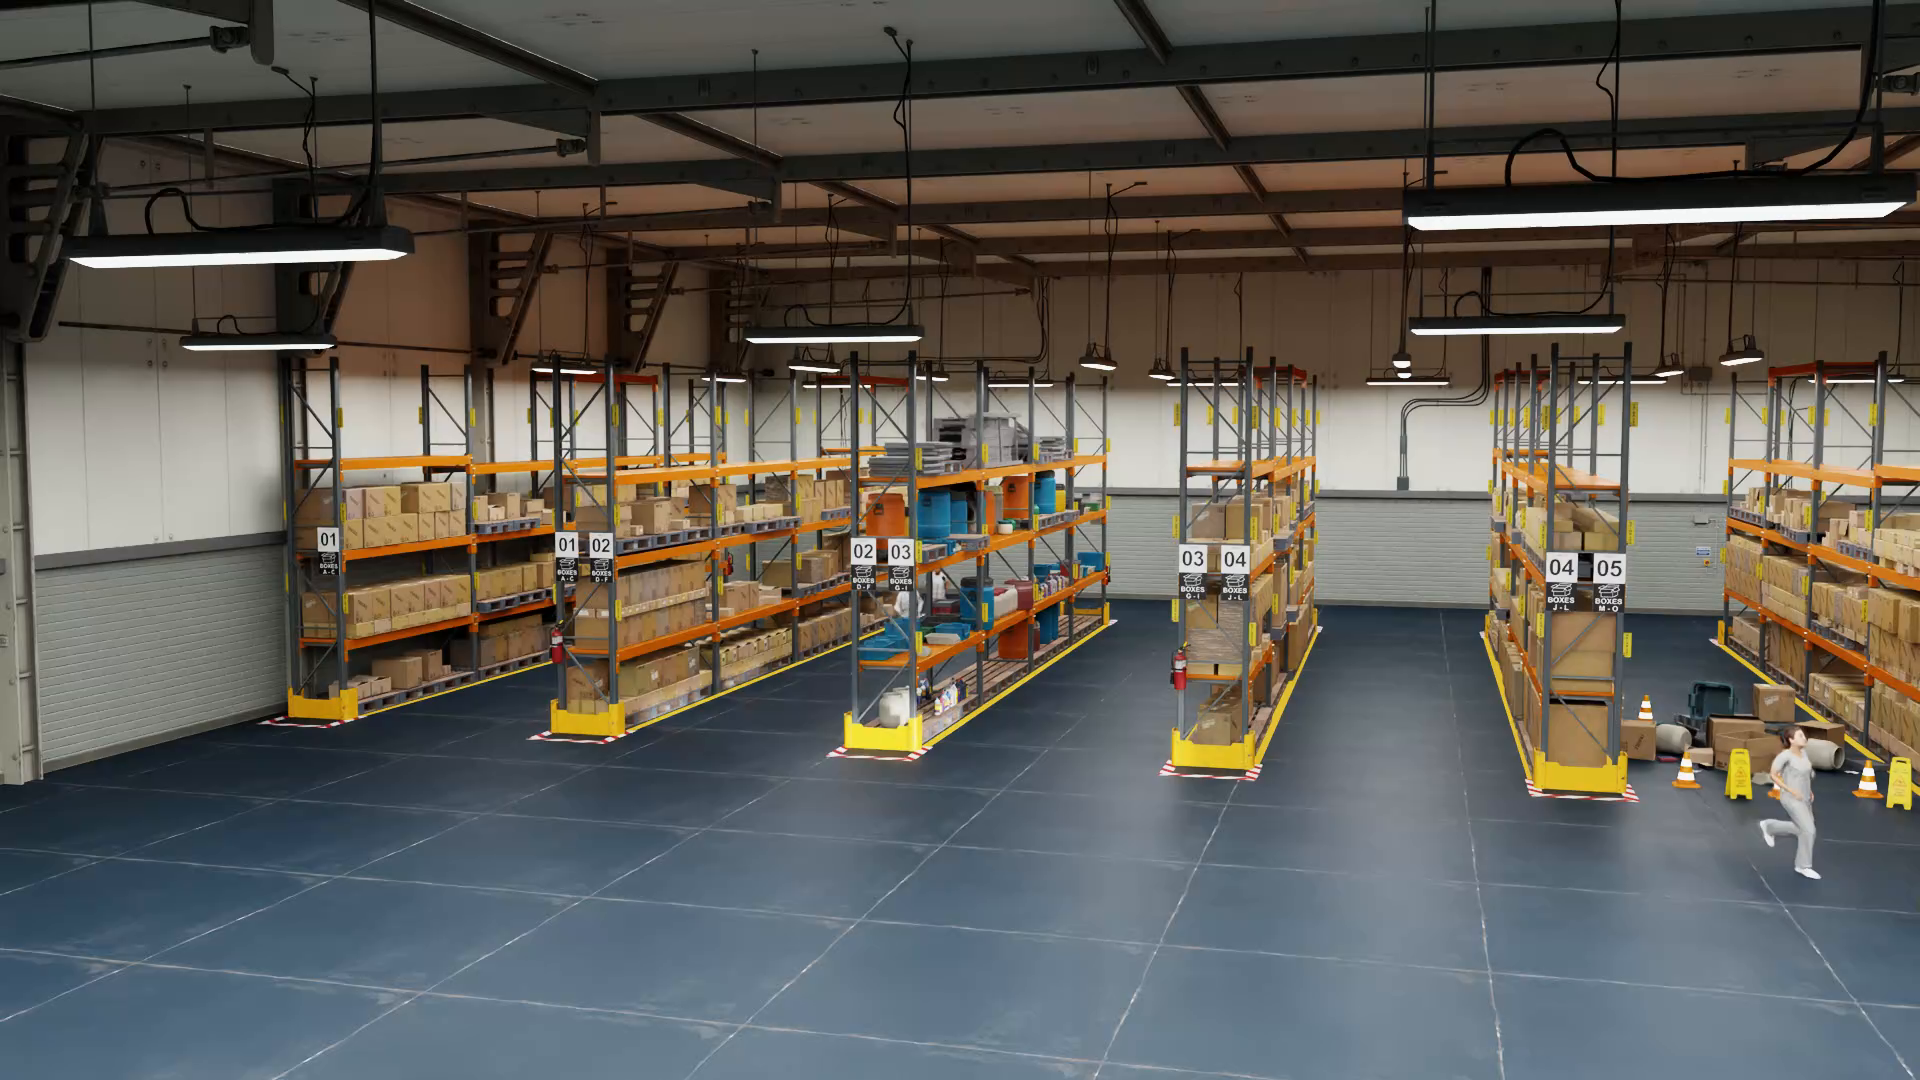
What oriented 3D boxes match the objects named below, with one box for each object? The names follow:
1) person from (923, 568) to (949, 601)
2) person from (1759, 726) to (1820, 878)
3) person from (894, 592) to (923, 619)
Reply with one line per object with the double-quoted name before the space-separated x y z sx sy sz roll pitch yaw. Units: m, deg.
"person" -0.551 1.375 38.316 0.576 1.731 0.764 0 4 3
"person" 9.167 2.858 18.363 0.573 1.630 0.748 -3 5 -33
"person" -1.058 1.588 34.507 0.600 1.589 0.907 0 4 0
